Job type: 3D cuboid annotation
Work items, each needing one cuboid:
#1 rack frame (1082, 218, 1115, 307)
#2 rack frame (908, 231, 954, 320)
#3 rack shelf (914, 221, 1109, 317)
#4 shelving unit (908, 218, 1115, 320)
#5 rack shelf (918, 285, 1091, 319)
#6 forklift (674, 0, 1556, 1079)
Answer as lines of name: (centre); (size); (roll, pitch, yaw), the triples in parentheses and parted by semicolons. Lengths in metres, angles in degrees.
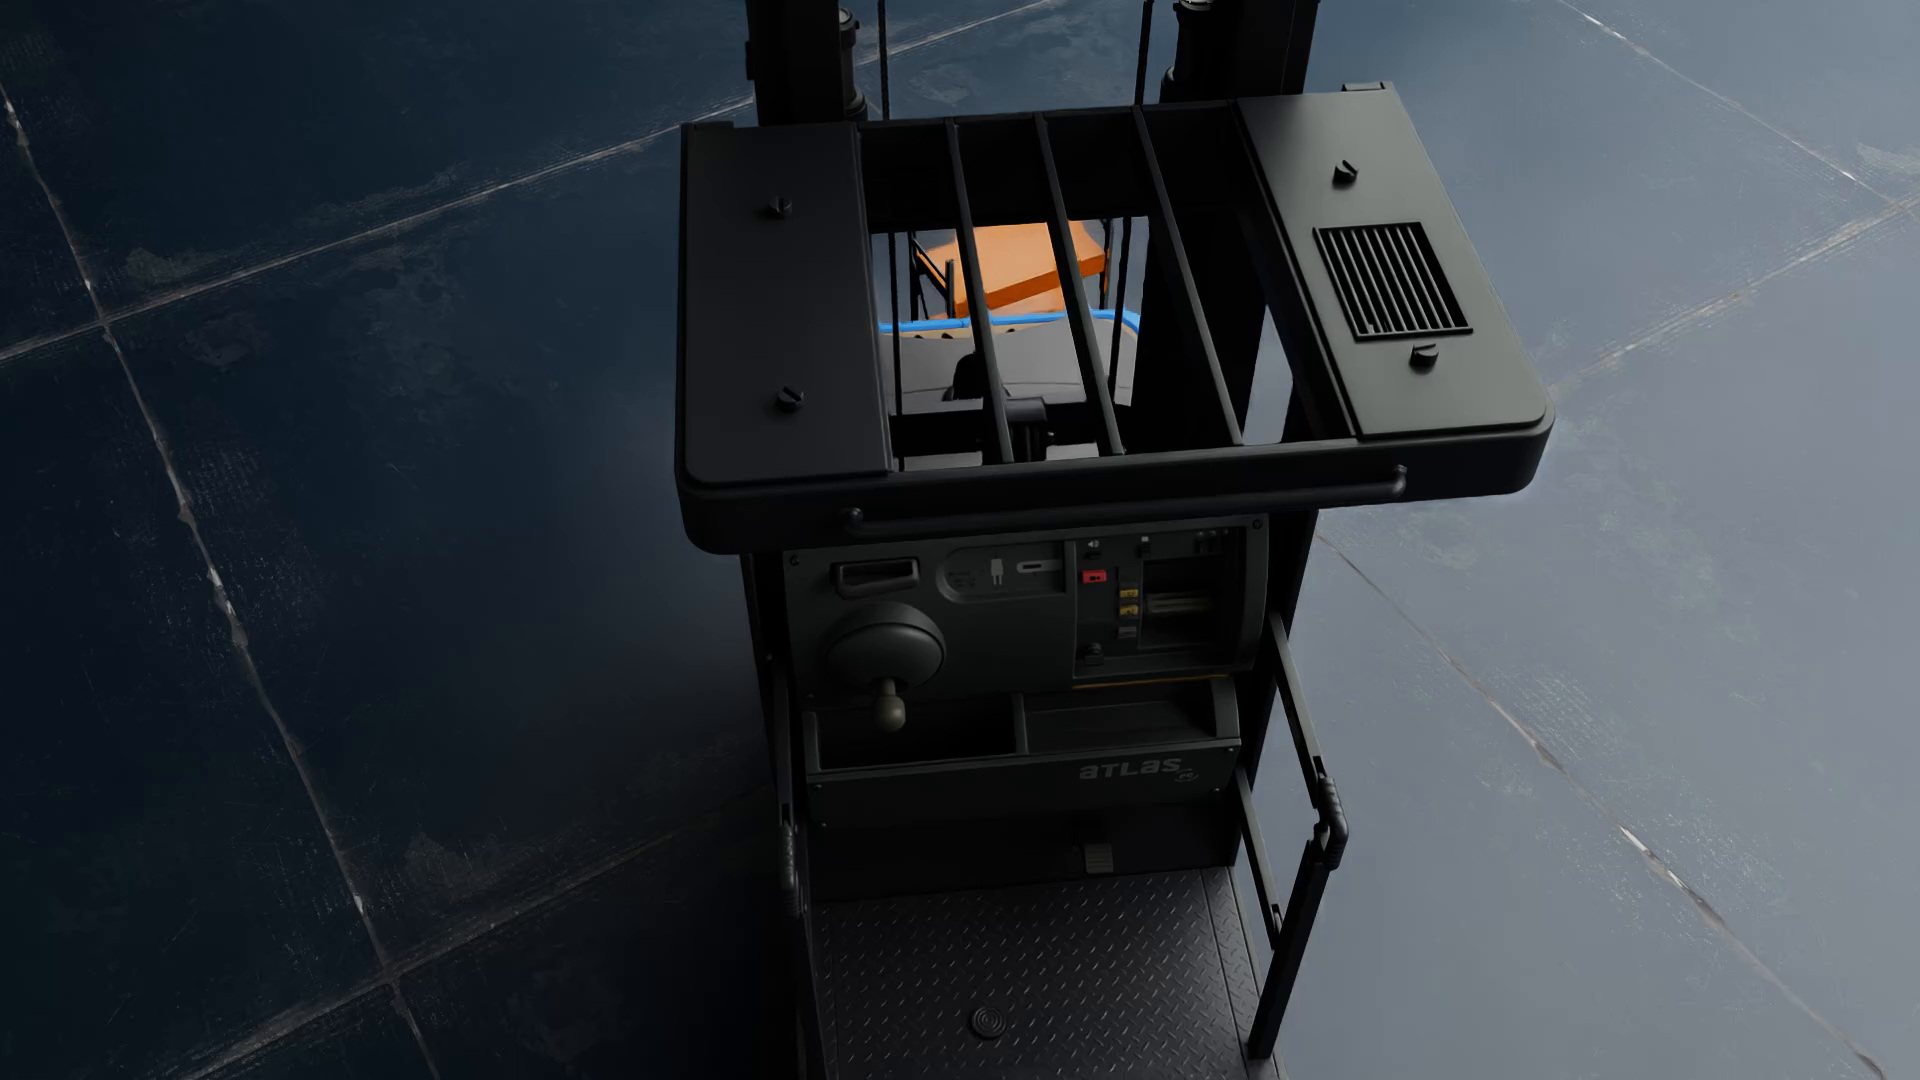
rack frame: (0.353, -0.568, 4.952); (0.015, 1.200, 0.240); (-22, 52, -18)
rack frame: (-0.078, -0.398, 4.801); (0.015, 1.200, 0.240); (-22, 52, -18)
rack shelf: (0.138, -0.744, 4.583); (0.480, 0.148, 0.258); (-22, 52, -18)
shelving unit: (0.138, -0.483, 4.876); (0.503, 1.200, 0.258); (-22, 52, -18)
rack shelf: (0.138, -0.587, 4.760); (0.480, 0.148, 0.258); (-22, 52, -18)
forklift: (0.156, 0.250, 3.065); (1.130, 2.935, 3.031); (-4, 48, -4)
